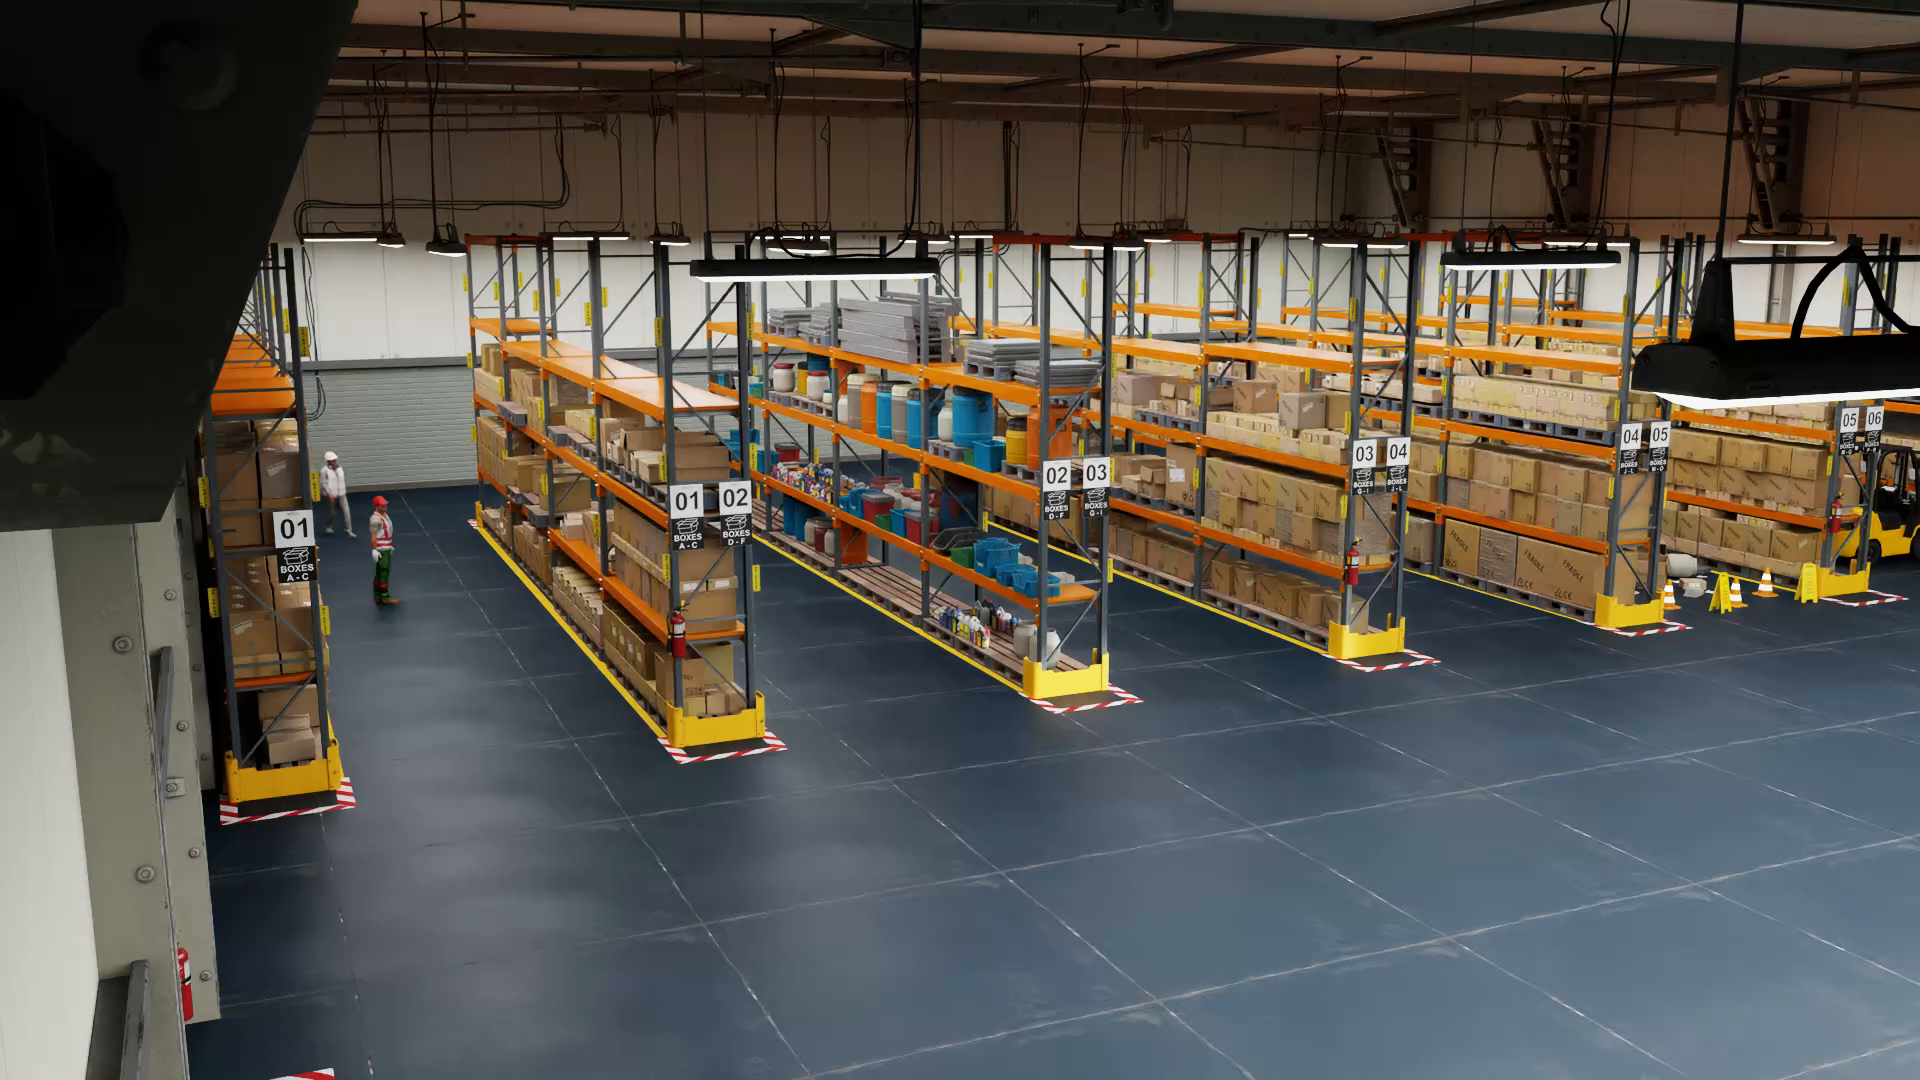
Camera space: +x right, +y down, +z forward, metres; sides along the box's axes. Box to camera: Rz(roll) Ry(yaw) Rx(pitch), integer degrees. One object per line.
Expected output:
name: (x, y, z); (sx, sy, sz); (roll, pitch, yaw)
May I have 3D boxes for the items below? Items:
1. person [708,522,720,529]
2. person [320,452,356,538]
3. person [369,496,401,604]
person: (-4.342, -0.165, 29.520); (0.713, 1.736, 1.003); (-5, 12, -25)
person: (-12.520, -0.912, 33.299); (0.917, 1.740, 0.545); (11, 15, 44)
person: (-9.584, 0.150, 27.658); (0.427, 1.800, 0.571); (-4, 12, -18)
